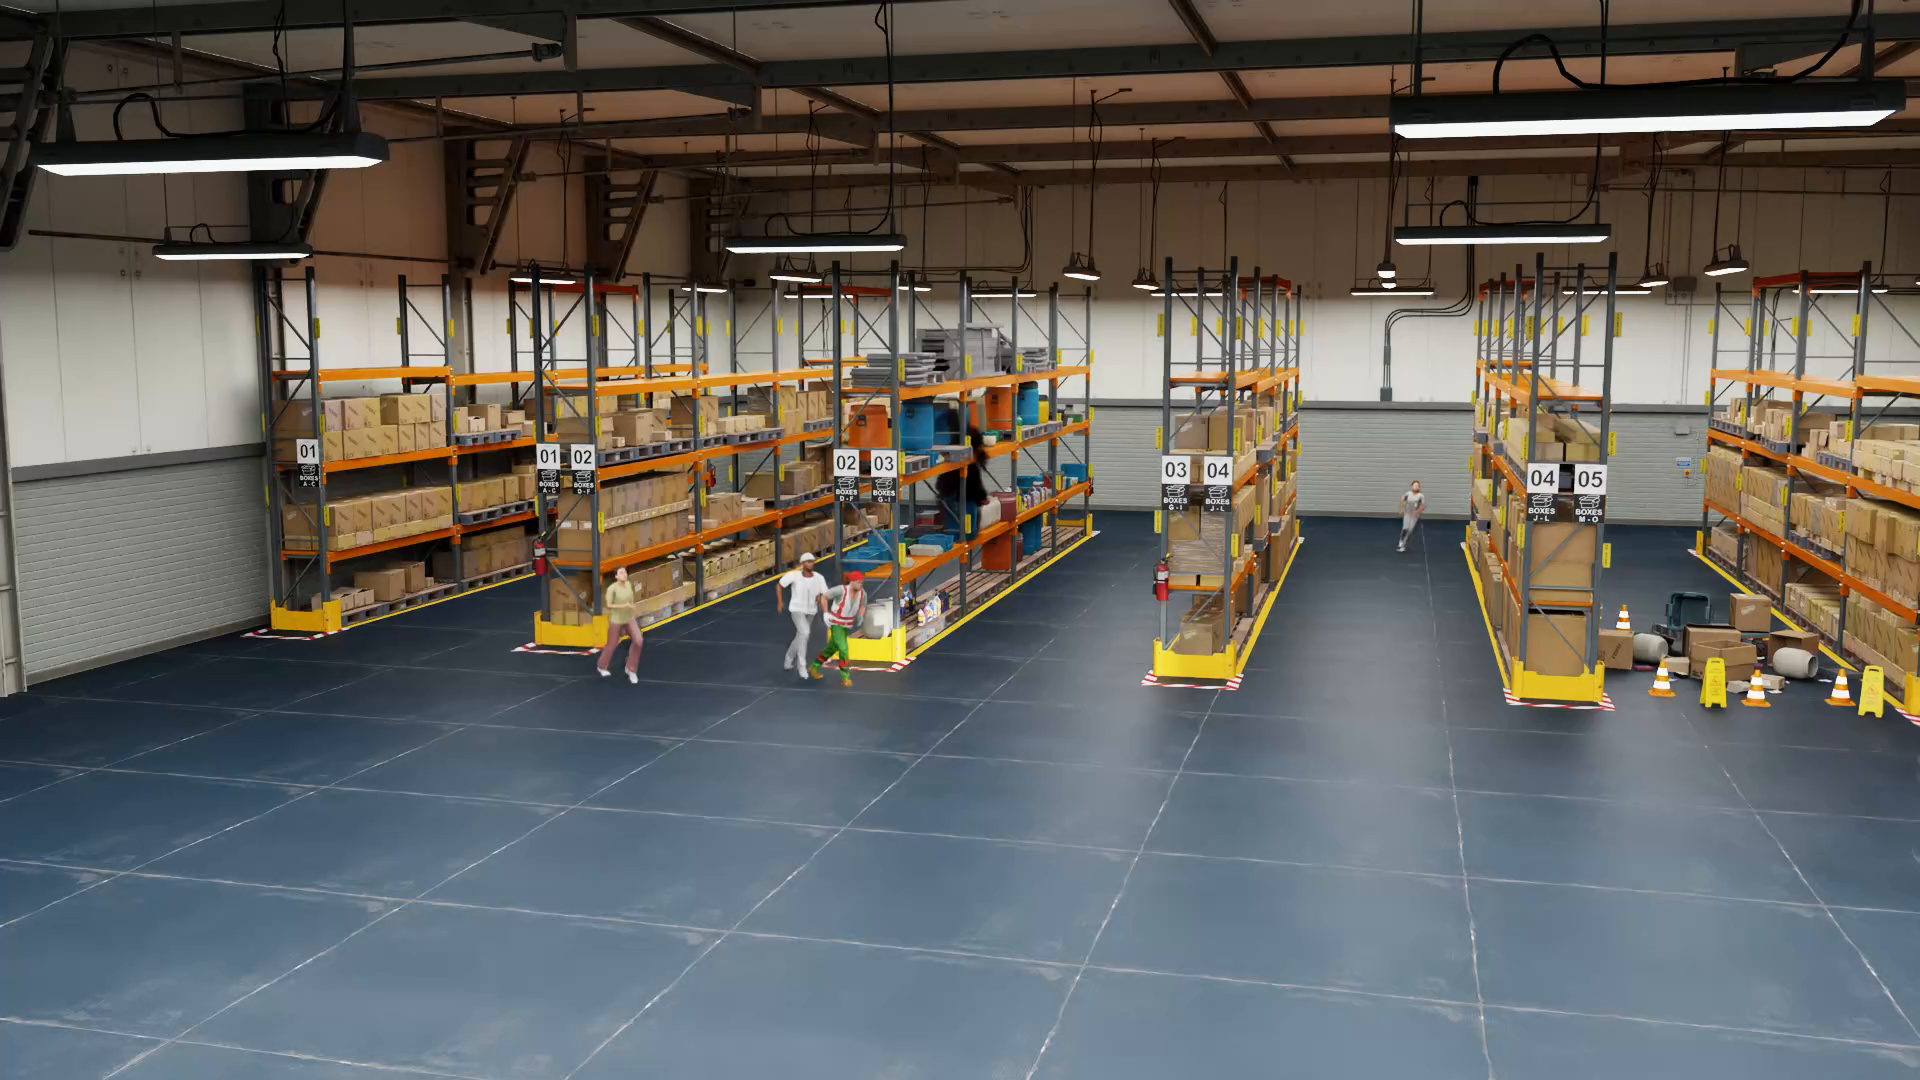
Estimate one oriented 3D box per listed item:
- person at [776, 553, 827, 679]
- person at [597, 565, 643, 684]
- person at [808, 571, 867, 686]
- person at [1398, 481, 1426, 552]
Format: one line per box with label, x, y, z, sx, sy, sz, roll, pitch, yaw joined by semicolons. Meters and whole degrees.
person;-2.244;1.066;24.174;0.714;1.755;0.799;-5;9;-33
person;-4.835;1.183;23.673;0.857;1.697;0.581;7;10;44
person;-1.697;1.242;23.599;0.670;1.698;1.023;-6;9;-39
person;10.121;-0.522;37.252;0.581;1.613;0.539;3;8;19
